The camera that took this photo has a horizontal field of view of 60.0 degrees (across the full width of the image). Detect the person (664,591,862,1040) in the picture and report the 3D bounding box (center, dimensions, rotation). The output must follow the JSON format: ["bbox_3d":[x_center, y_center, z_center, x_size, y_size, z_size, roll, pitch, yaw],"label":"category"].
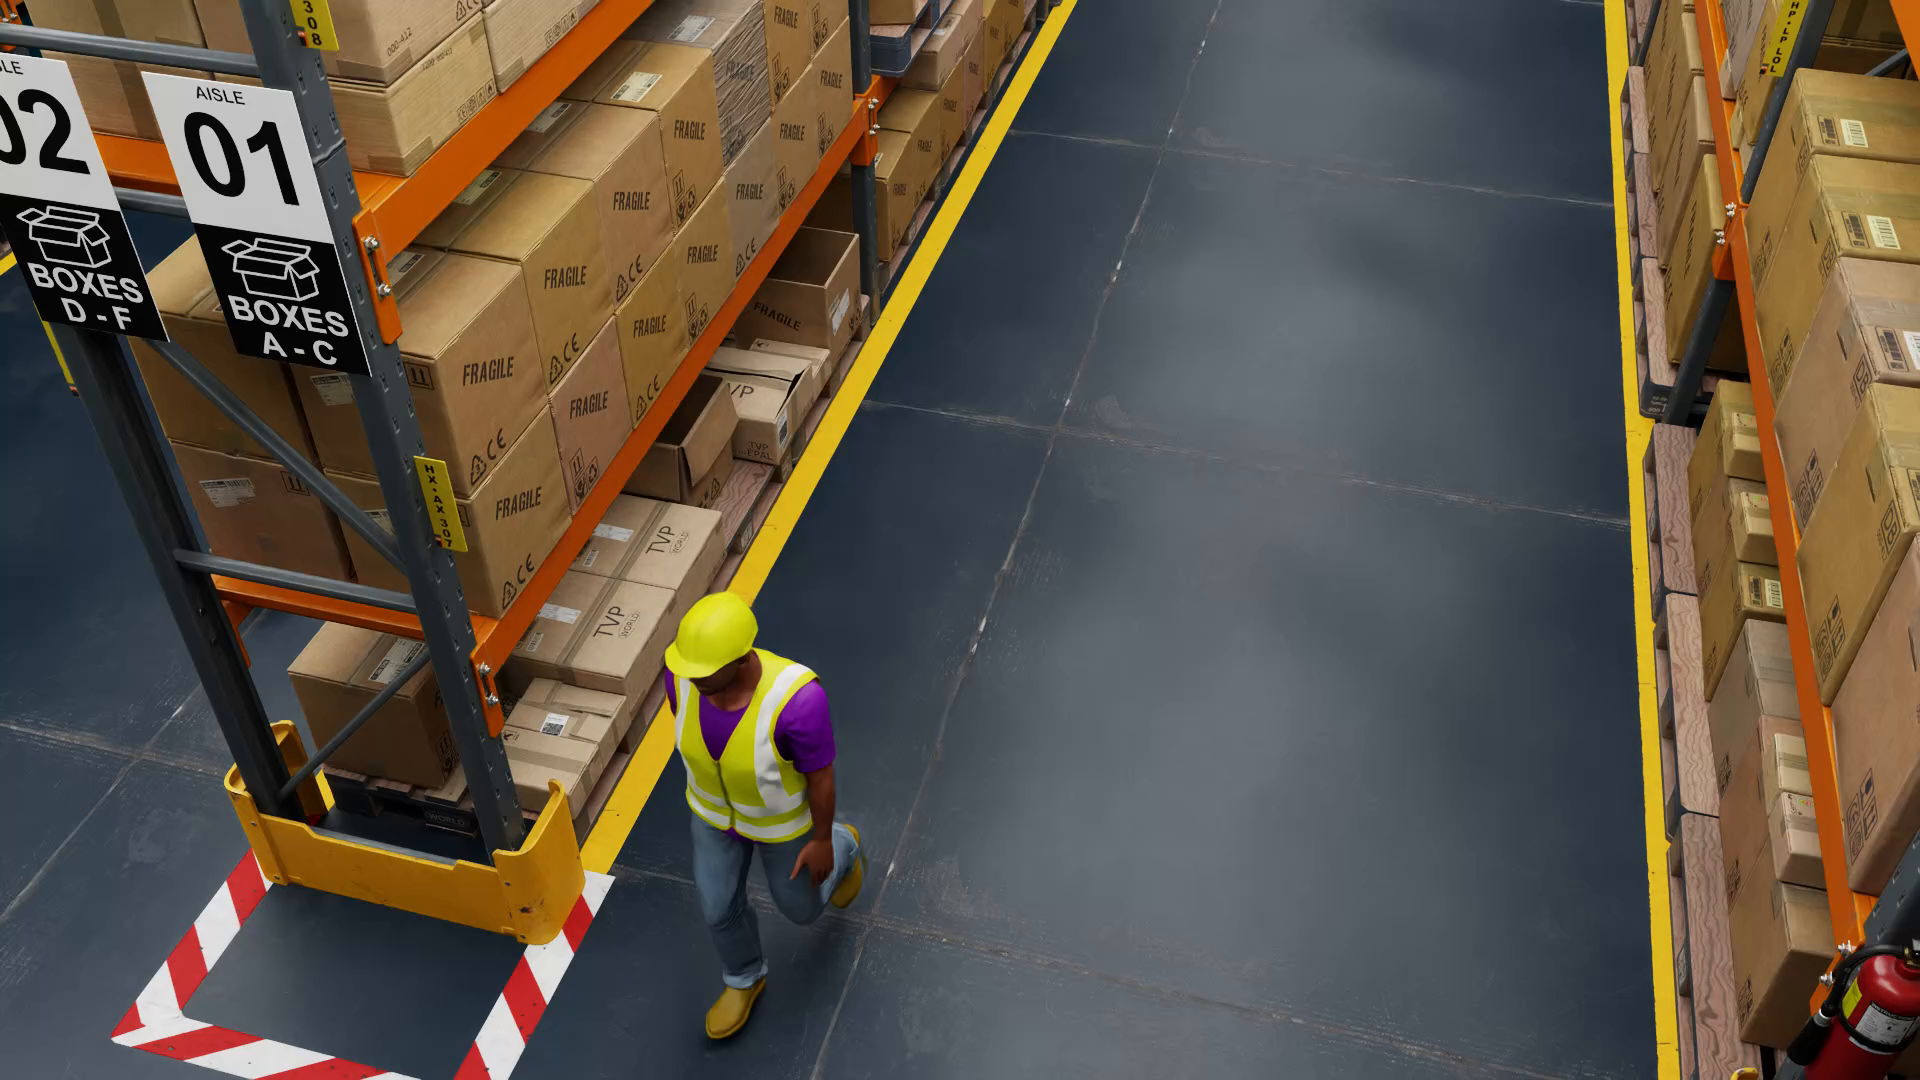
[{"bbox_3d":[-0.614,0.787,5.201,0.579,1.745,0.793,13,43,15],"label":"person"}]
